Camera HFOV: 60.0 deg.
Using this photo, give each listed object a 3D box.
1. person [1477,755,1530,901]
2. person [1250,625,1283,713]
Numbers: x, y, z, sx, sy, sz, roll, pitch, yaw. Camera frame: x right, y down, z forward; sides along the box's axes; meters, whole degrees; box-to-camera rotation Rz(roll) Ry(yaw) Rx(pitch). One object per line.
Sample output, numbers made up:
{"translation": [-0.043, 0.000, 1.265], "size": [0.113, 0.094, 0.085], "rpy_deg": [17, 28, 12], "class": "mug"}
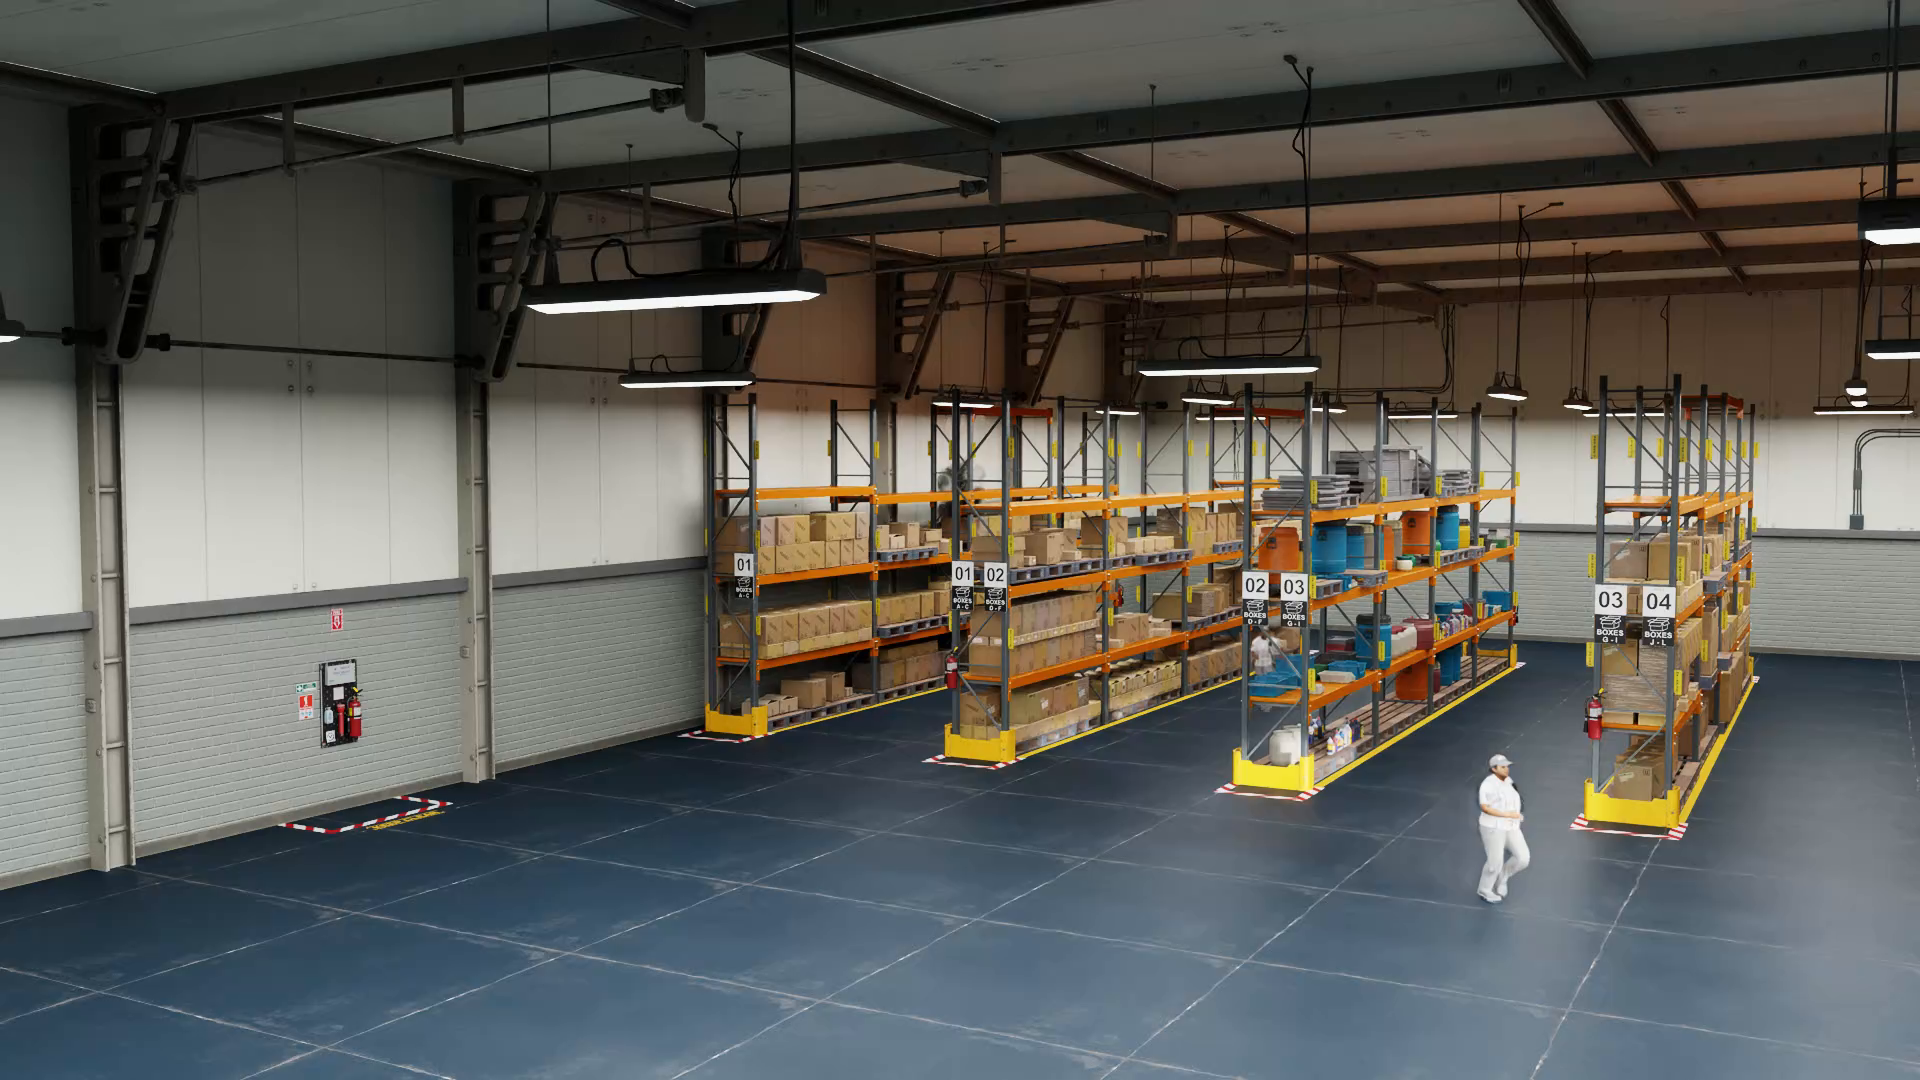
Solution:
{"translation": [6.006, 3.187, 18.368], "size": [0.590, 1.629, 0.593], "rpy_deg": [-2, 4, -30], "class": "person"}
{"translation": [5.833, 2.456, 31.822], "size": [0.584, 1.745, 0.718], "rpy_deg": [1, 3, 25], "class": "person"}
